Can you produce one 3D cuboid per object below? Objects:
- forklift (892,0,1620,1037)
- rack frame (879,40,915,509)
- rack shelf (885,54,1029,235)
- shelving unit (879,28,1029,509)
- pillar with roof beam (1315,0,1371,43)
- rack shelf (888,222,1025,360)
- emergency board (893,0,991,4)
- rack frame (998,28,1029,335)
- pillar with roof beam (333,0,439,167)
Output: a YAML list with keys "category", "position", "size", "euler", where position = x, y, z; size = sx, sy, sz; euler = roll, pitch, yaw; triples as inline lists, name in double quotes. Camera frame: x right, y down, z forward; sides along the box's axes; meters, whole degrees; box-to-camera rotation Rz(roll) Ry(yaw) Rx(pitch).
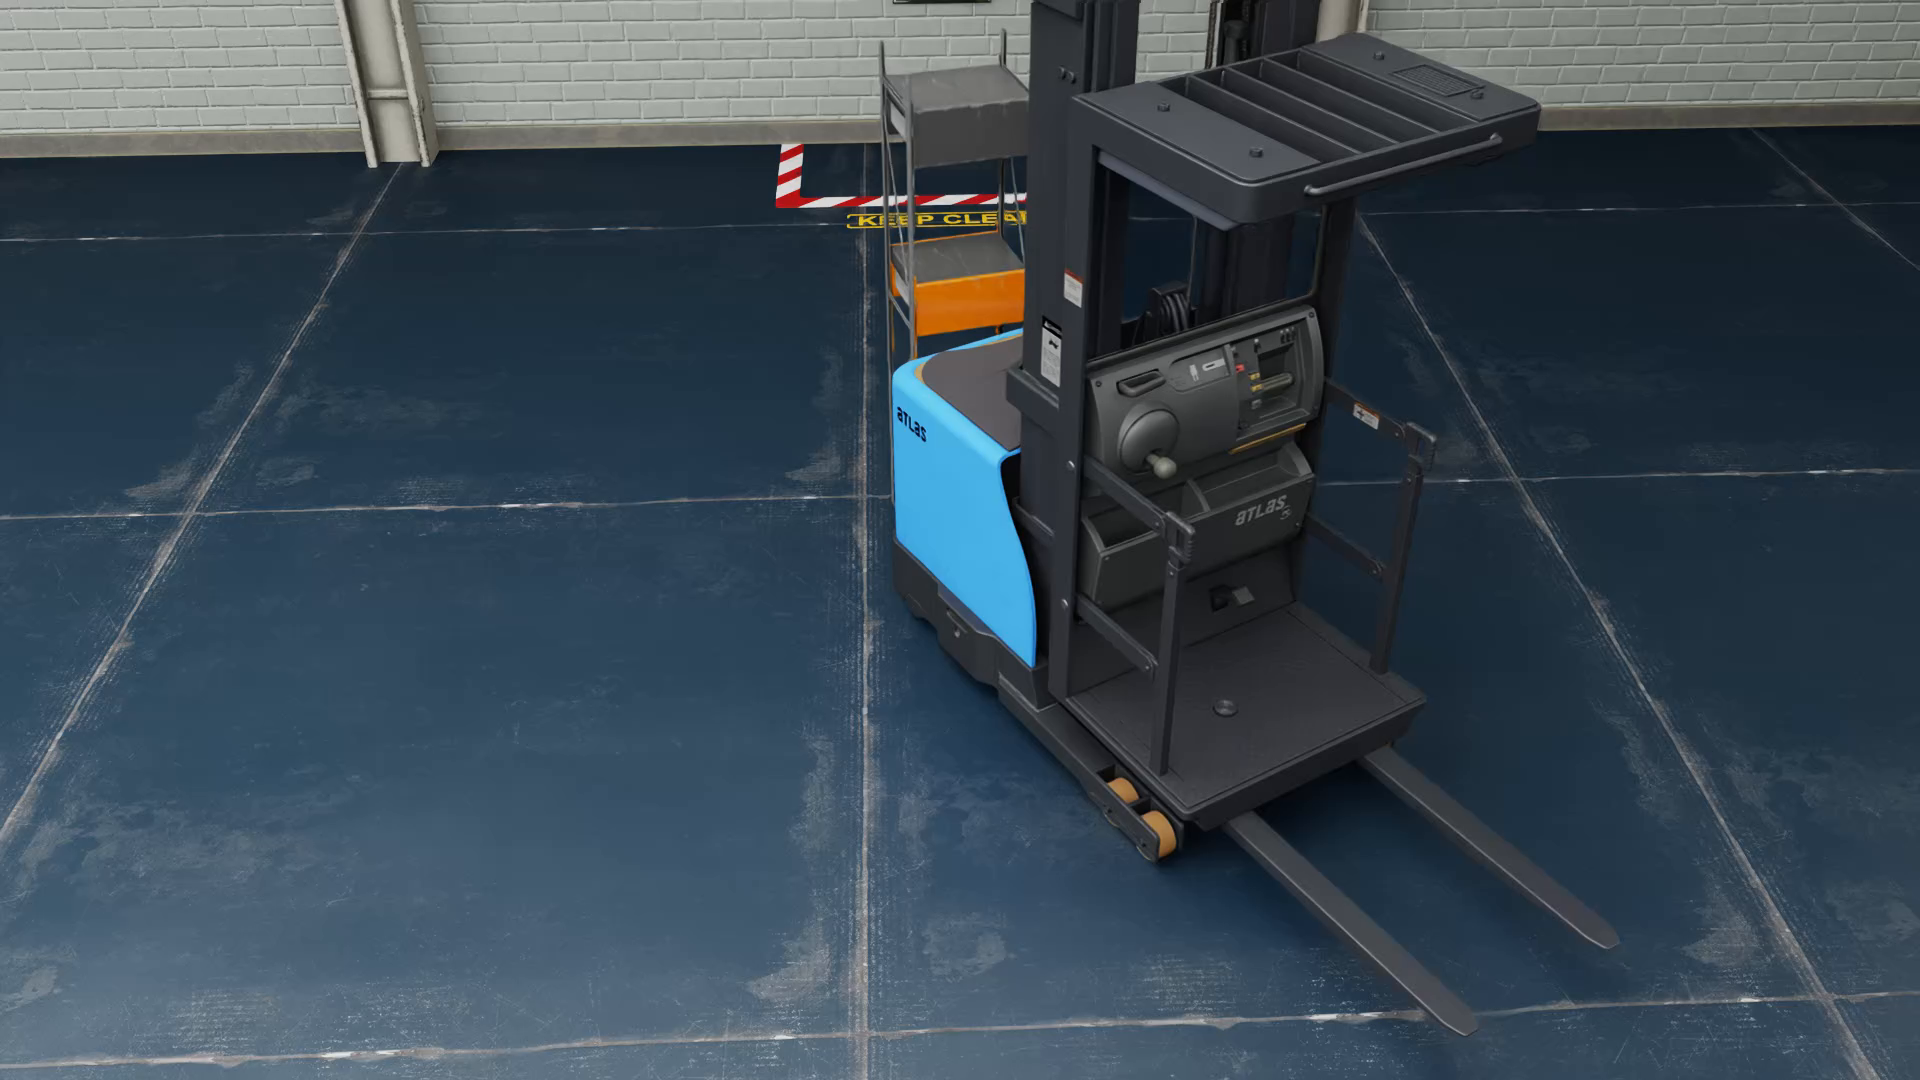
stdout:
- category: "forklift"
  position: [0.933, -0.421, 5.283]
  size: [1.130, 2.935, 3.031]
  euler: [-20, 39, -26]
- category: "rack frame"
  position: [-0.242, -0.922, 6.737]
  size: [0.015, 2.100, 0.400]
  euler: [-10, 36, -14]
- category: "rack shelf"
  position: [-0.009, -1.528, 6.406]
  size: [0.480, 0.518, 0.431]
  euler: [-10, 36, -14]
- category: "shelving unit"
  position: [-0.009, -0.963, 6.797]
  size: [0.503, 2.100, 0.431]
  euler: [-10, 36, -14]
- category: "pillar with roof beam"
  position: [2.572, -3.911, 4.994]
  size: [0.400, 9.000, 9.100]
  euler: [-2, 35, -2]
- category: "rack shelf"
  position: [-0.009, -0.952, 6.804]
  size: [0.480, 0.518, 0.431]
  euler: [-10, 36, -14]
- category: "emergency board"
  position: [-0.112, -3.857, 10.187]
  size: [0.626, 1.169, 0.157]
  euler: [-2, 35, -2]
- category: "rack frame"
  position: [0.224, -1.005, 6.856]
  size: [0.015, 2.100, 0.400]
  euler: [-10, 36, -14]
- category: "pillar with roof beam"
  position: [-3.422, -3.749, 4.760]
  size: [0.400, 9.000, 9.100]
  euler: [-2, 35, -2]
